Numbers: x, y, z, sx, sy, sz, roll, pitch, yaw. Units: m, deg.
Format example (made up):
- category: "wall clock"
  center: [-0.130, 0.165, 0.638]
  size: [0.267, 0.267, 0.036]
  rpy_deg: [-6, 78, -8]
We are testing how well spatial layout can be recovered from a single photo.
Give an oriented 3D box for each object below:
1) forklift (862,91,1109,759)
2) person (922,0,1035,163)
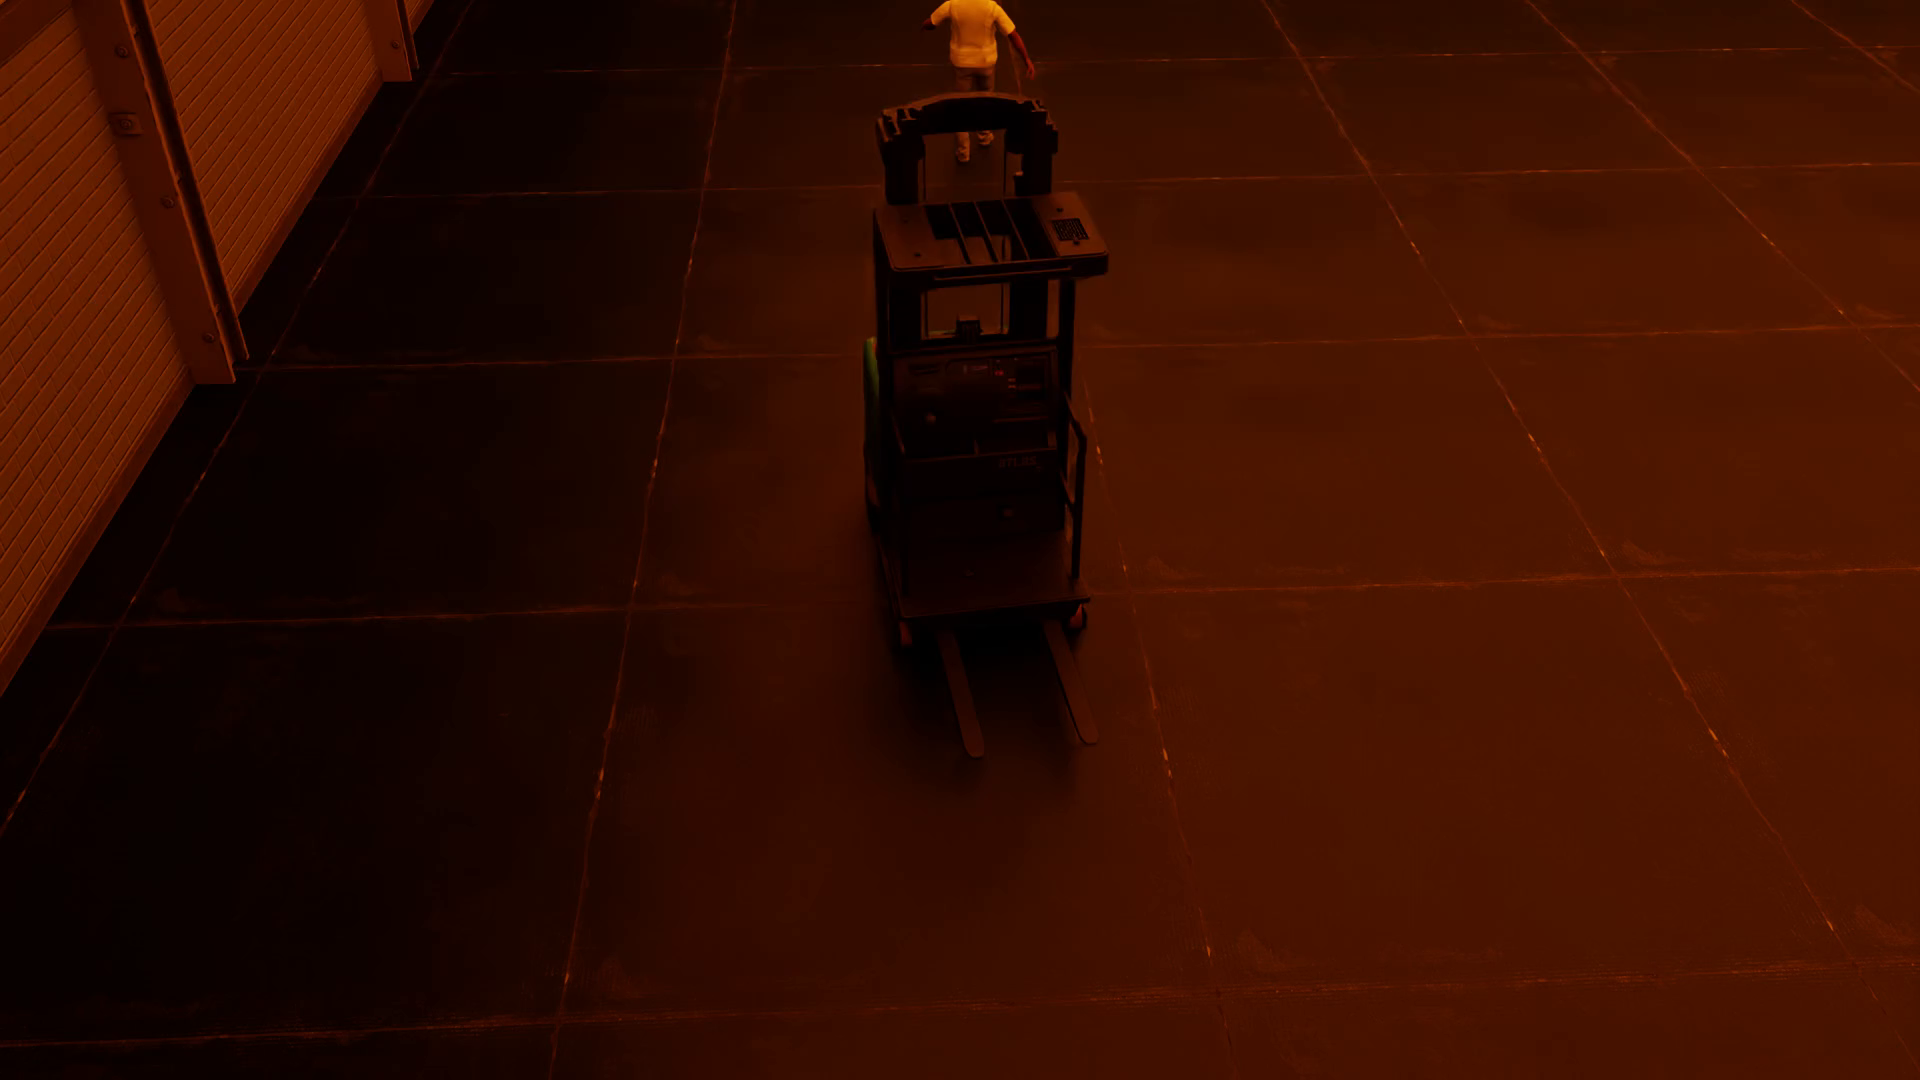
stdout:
- category: "forklift"
  center: [0.130, -0.791, 9.096]
  size: [1.130, 2.935, 3.031]
  rpy_deg: [-6, 36, -8]
- category: "person"
  center: [0.161, -4.345, 14.999]
  size: [1.025, 1.742, 0.758]
  rpy_deg: [1, 36, 1]
